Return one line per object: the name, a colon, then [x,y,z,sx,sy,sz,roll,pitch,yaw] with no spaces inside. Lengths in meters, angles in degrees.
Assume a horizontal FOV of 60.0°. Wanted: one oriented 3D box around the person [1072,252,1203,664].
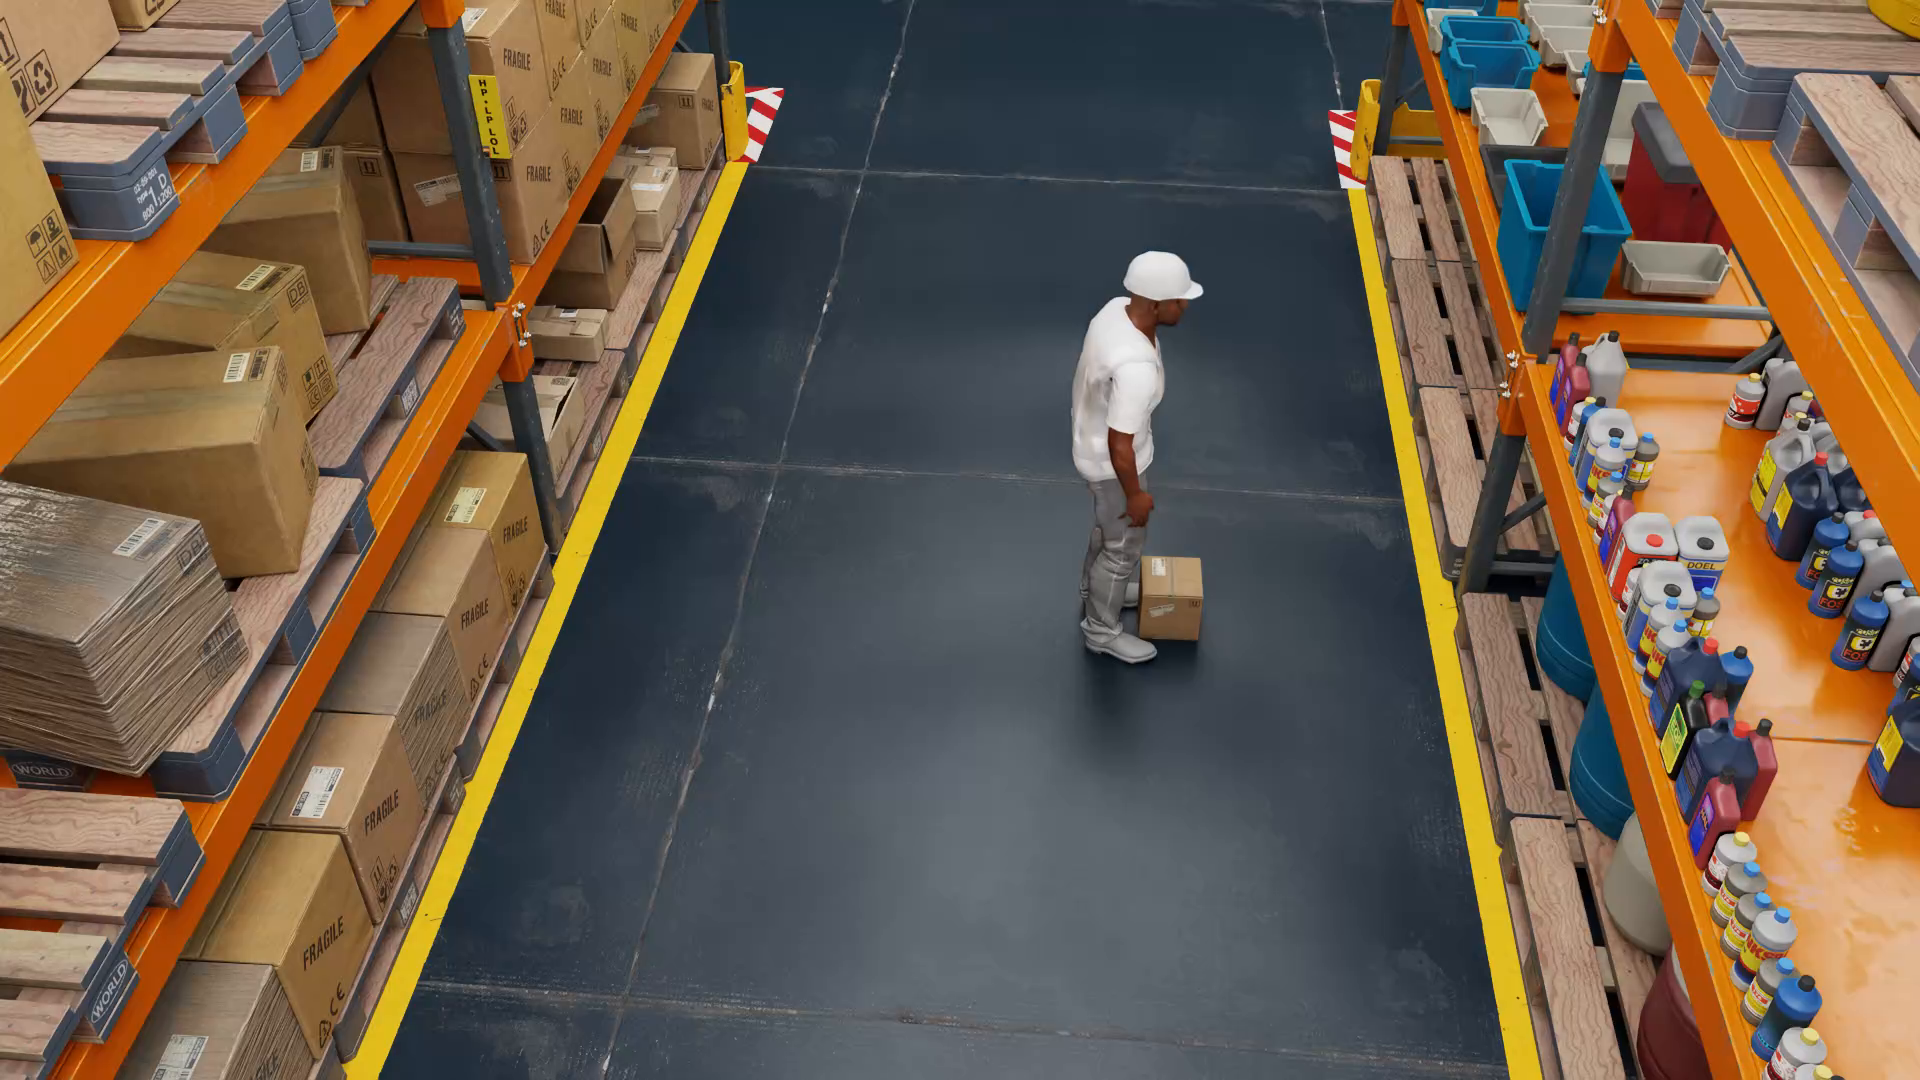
person: [0.661,-0.343,6.553,0.458,1.761,0.638,2,40,2]
